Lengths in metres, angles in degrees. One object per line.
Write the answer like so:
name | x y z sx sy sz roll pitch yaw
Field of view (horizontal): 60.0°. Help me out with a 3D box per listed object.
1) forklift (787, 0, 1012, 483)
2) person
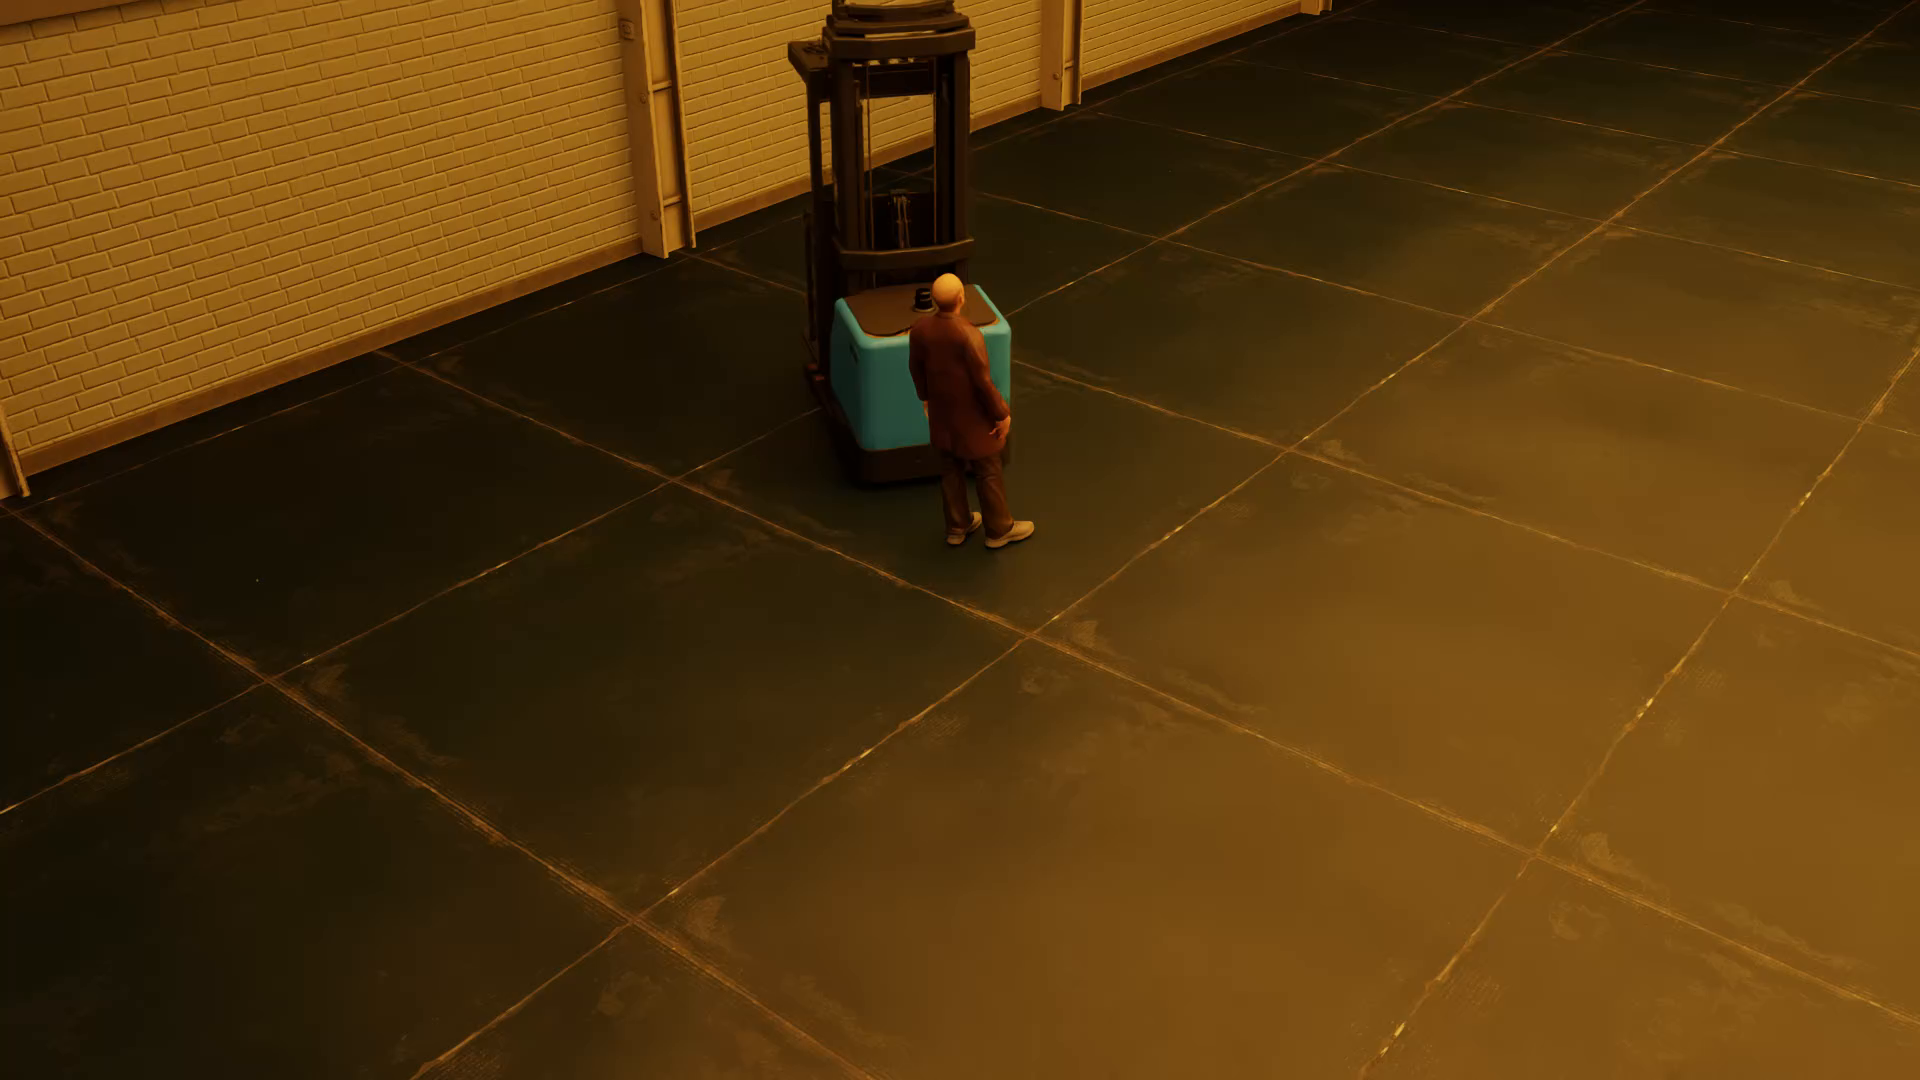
forklift | -0.544 -2.374 11.657 1.130 2.935 3.031 -8 31 -14
person | 0.061 -0.808 10.106 0.696 1.776 0.582 22 37 33
